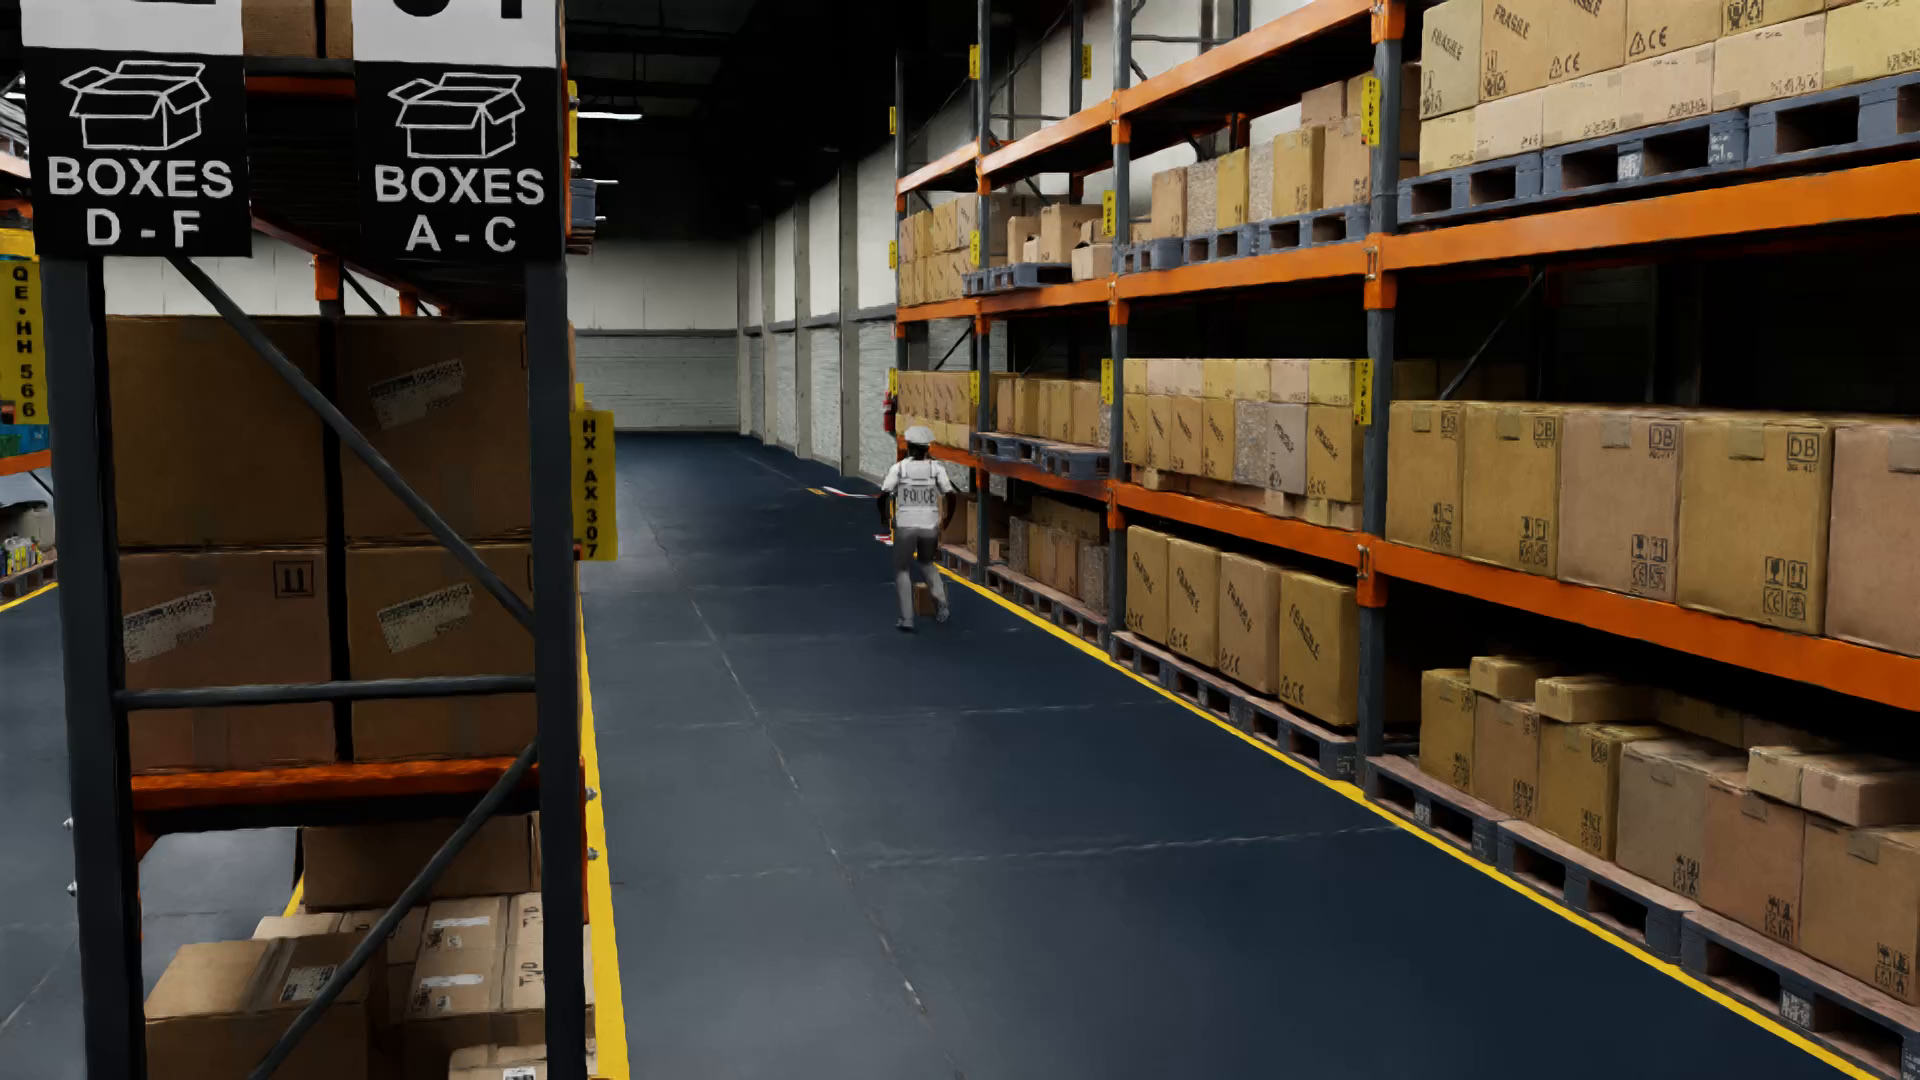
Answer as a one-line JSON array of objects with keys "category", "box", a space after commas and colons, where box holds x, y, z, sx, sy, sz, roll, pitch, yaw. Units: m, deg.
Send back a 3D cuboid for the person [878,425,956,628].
[{"category": "person", "box": [-0.381, -0.104, 13.647, 0.639, 1.672, 0.467, -2, 7, -16]}]
